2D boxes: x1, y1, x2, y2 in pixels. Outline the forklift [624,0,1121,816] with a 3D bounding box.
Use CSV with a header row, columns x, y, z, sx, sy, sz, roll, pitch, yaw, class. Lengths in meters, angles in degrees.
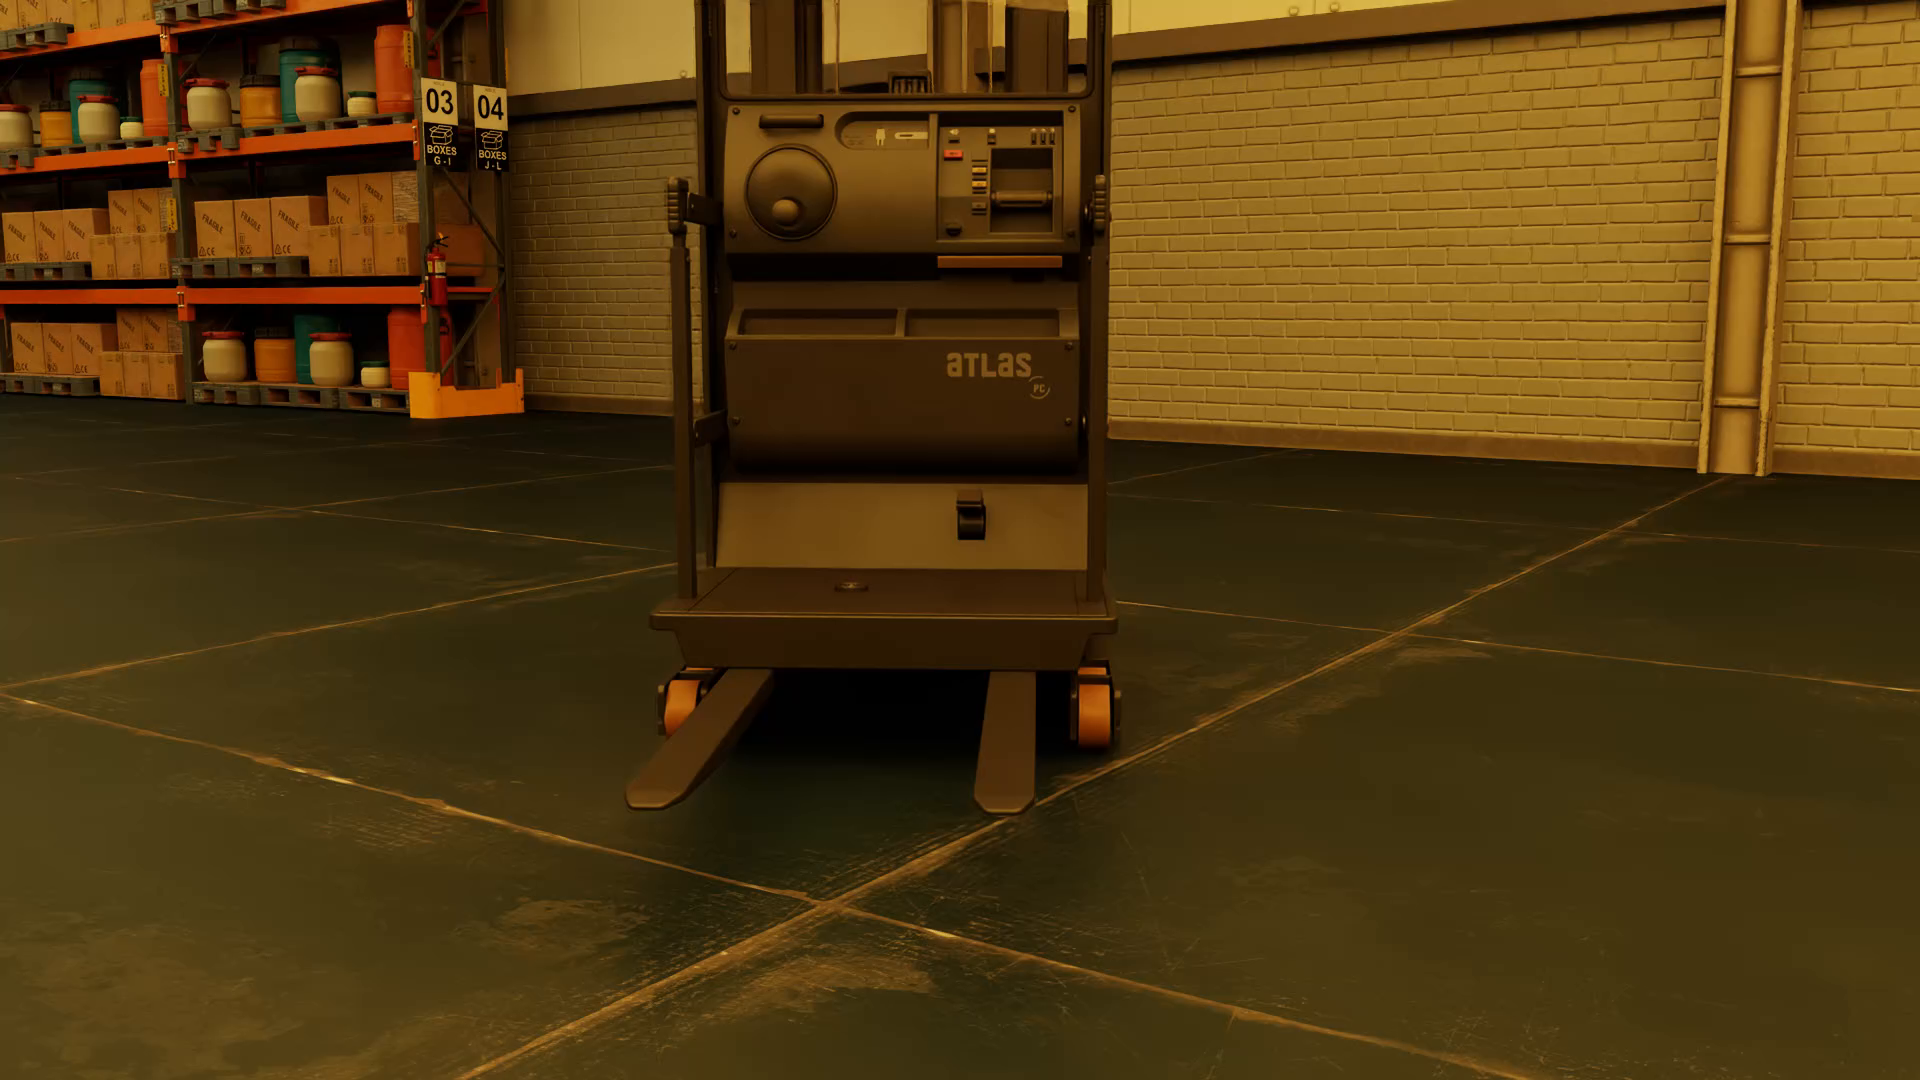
x,y,z,sx,sy,sz,roll,pitch,yaw,class
-0.158,-0.988,4.138,1.130,2.935,3.031,0,8,3,forklift
